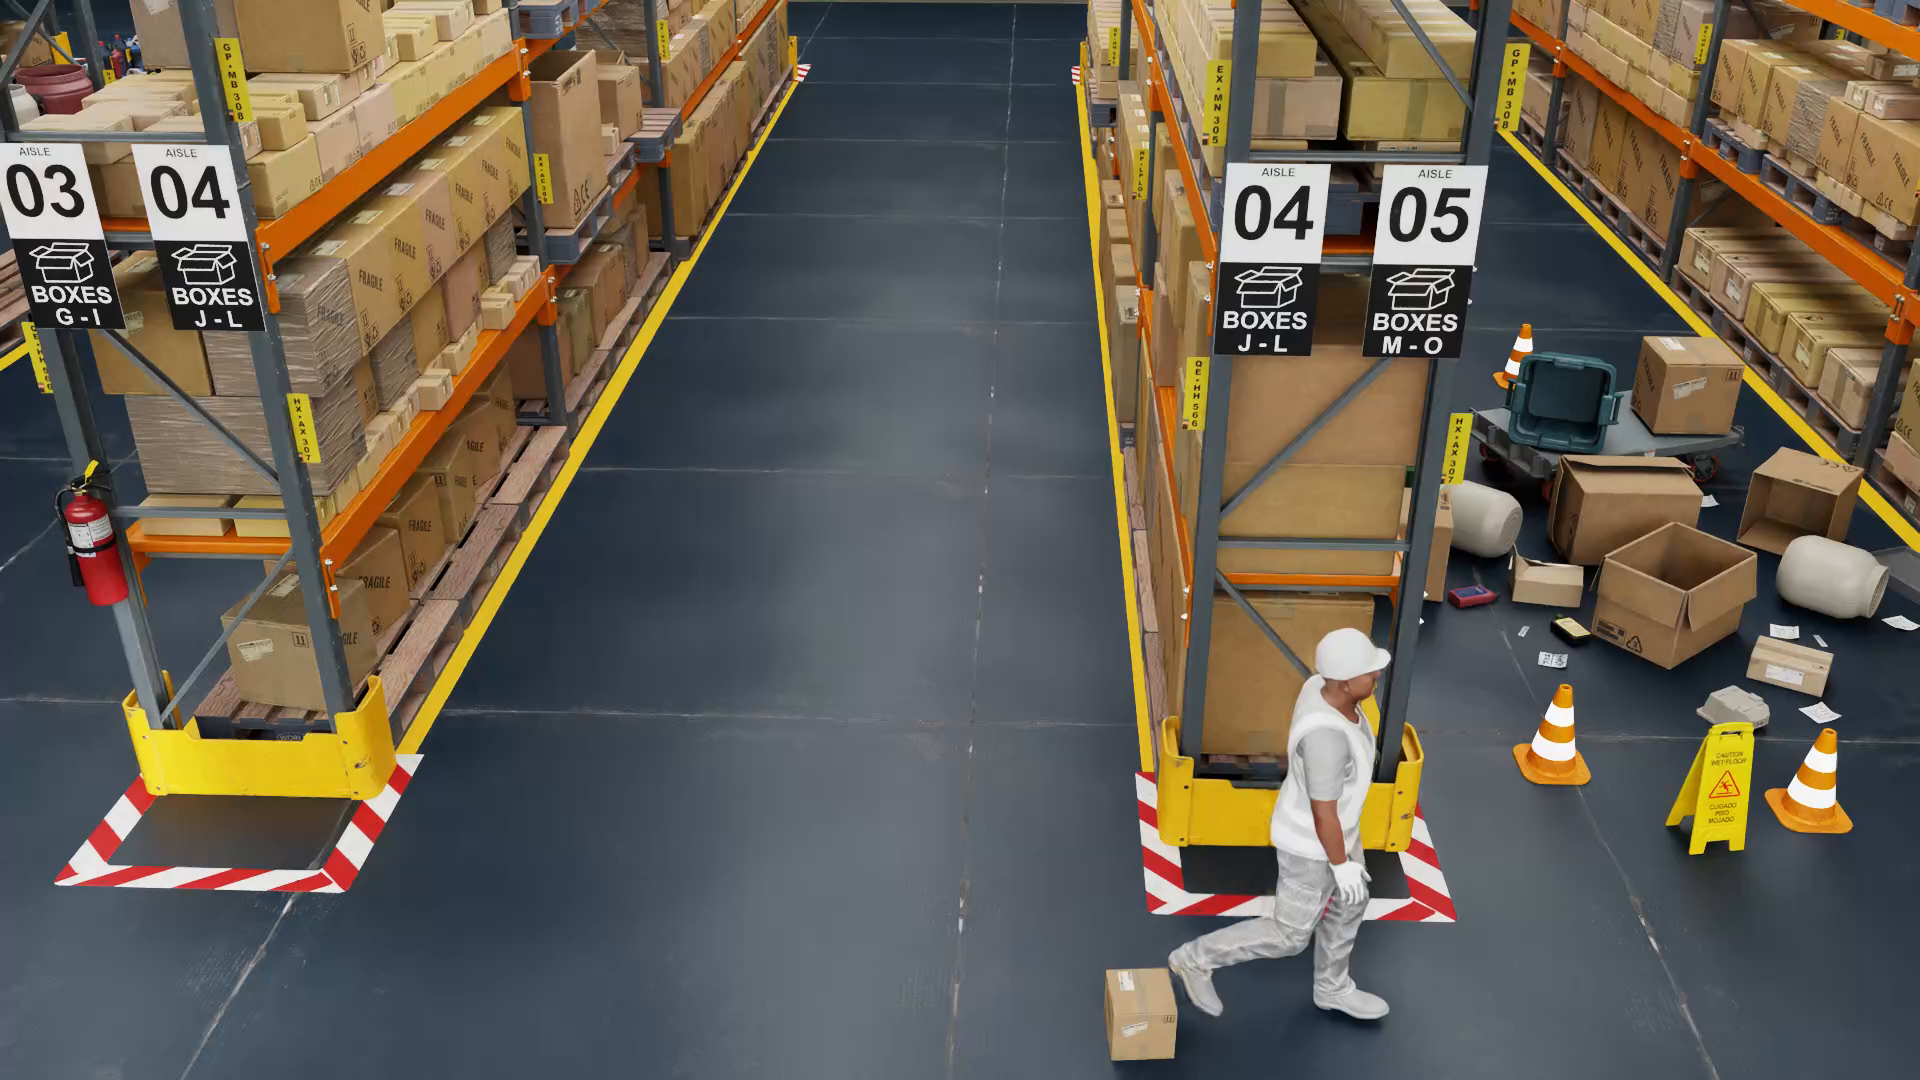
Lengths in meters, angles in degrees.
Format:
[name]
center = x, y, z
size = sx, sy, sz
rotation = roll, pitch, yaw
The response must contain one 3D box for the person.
[person]
center = 1.312, 1.118, 6.452
size = 0.884, 1.762, 0.593
rotation = 8, 29, 15
